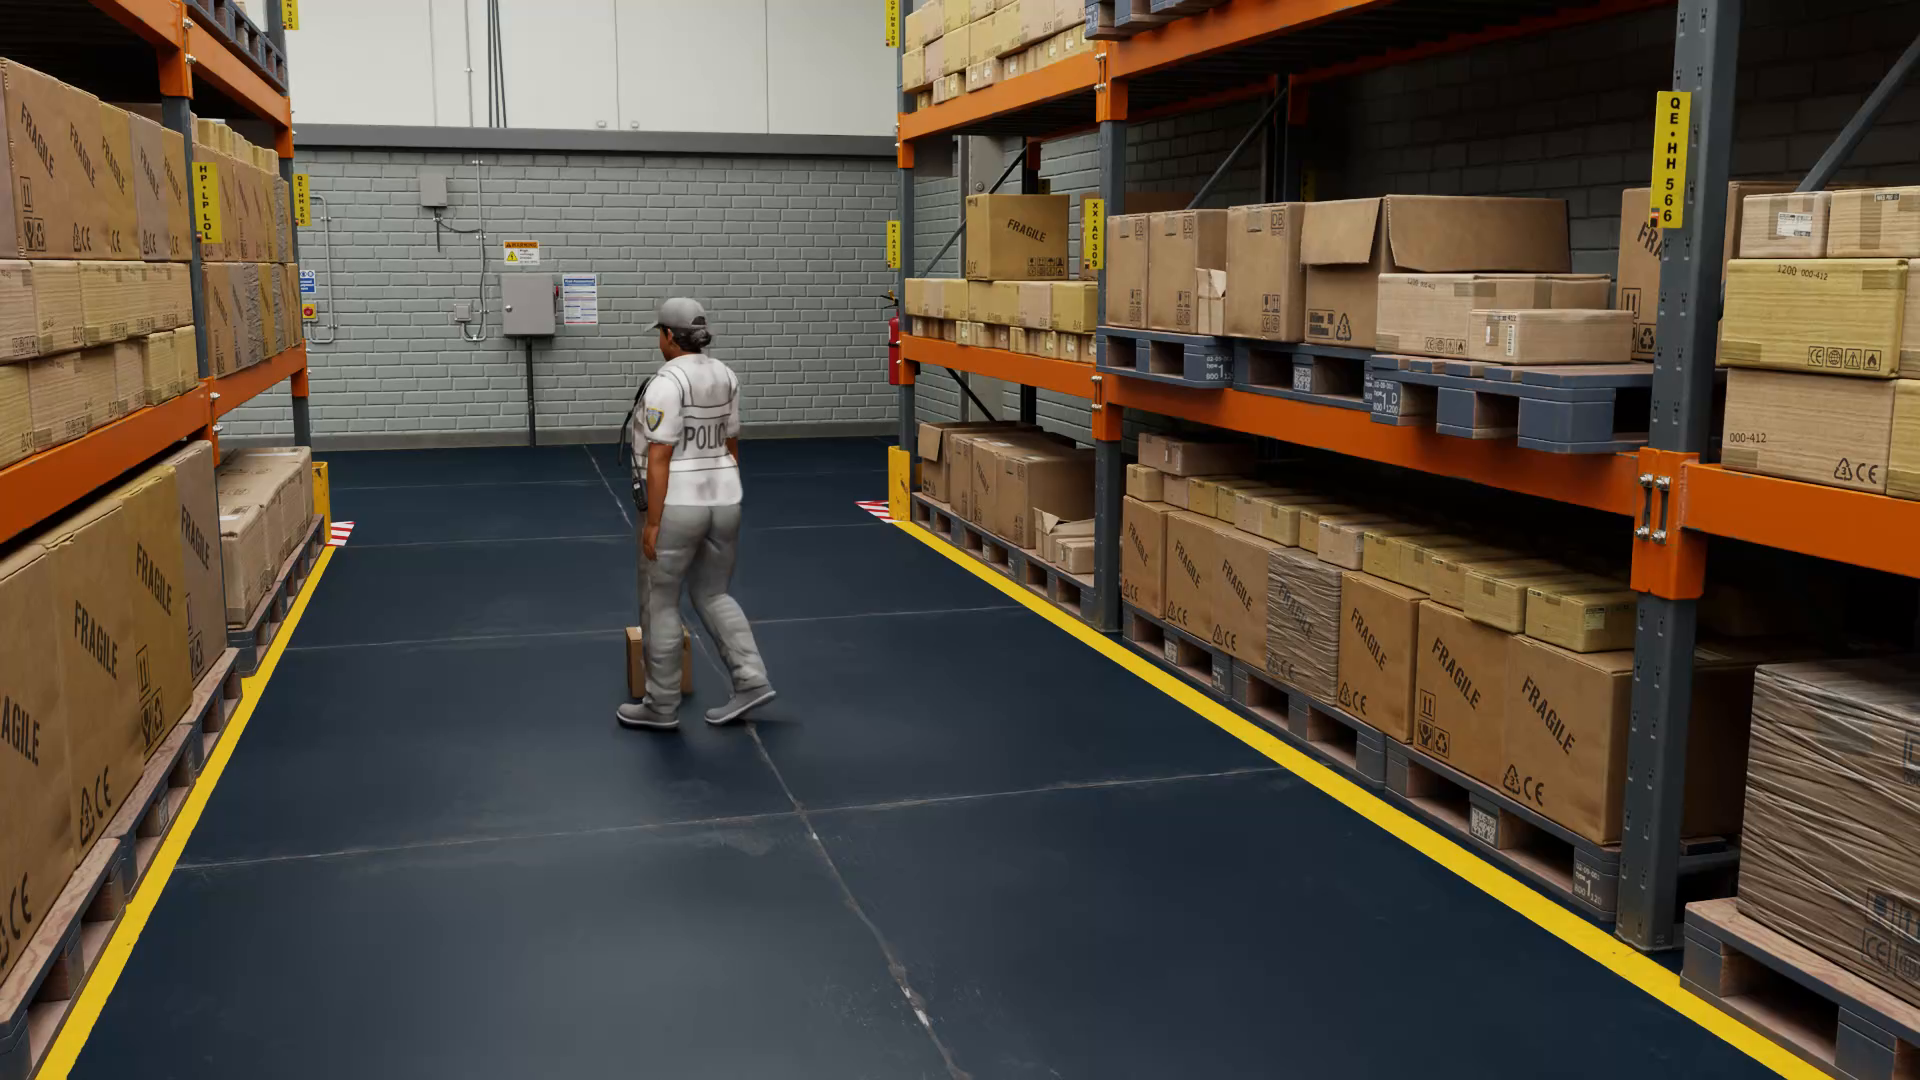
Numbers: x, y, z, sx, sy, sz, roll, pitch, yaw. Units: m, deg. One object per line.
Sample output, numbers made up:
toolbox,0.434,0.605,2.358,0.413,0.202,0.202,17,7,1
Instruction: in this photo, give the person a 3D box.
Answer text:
person,-1.055,-0.099,6.446,0.542,1.674,0.497,6,11,33
